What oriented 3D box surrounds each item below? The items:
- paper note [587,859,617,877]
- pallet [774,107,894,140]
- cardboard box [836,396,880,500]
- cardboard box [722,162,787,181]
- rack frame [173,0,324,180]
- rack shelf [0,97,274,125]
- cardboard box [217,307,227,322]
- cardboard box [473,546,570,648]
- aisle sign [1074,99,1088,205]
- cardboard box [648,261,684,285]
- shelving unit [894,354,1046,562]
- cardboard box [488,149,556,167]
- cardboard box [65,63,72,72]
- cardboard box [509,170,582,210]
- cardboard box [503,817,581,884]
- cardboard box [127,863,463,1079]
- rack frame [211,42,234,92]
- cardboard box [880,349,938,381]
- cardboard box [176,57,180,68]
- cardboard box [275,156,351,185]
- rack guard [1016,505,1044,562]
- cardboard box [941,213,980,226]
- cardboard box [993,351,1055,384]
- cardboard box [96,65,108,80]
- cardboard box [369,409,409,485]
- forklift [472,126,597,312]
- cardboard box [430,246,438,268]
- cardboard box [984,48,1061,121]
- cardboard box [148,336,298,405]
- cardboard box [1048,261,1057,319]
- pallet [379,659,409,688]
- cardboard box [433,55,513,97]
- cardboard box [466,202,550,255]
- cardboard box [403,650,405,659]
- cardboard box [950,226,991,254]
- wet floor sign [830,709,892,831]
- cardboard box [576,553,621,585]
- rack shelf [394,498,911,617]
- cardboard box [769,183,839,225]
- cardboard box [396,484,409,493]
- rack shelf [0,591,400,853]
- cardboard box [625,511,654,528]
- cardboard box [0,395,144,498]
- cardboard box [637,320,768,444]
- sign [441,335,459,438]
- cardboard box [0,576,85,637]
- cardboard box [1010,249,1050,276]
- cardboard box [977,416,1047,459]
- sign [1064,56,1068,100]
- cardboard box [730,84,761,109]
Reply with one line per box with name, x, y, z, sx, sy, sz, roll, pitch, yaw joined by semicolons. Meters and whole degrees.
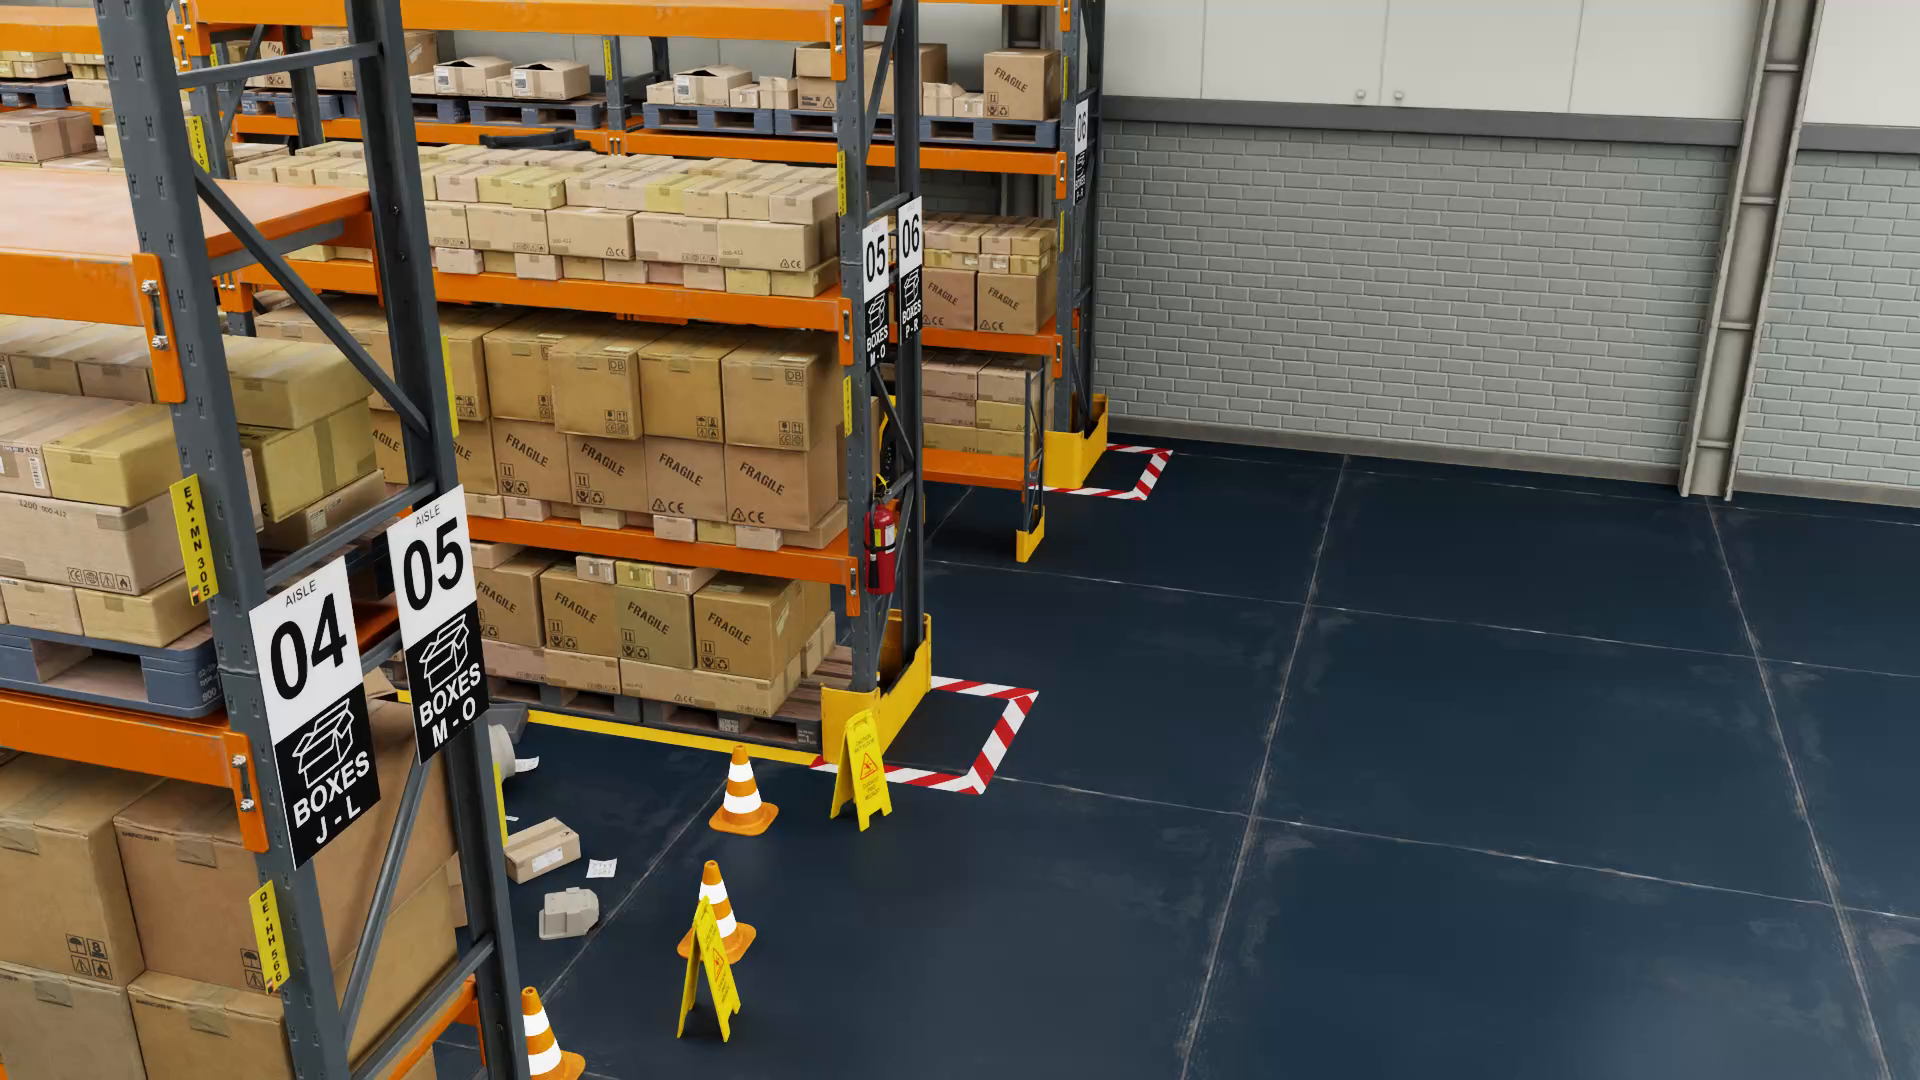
paper note;-1.911;1.749;8.872;0.142;0.019;0.148;-1;22;-3
pallet;-0.842;-3.615;14.200;1.213;0.211;1.003;7;23;16
cardboard box;-0.805;-0.581;10.116;0.500;0.500;0.500;6;23;15
cardboard box;-1.180;-2.070;9.596;0.250;0.149;0.380;7;23;15
rack frame;-4.261;-3.459;9.749;0.127;3.000;1.000;7;23;16
rack shelf;-8.575;-4.200;16.456;4.000;0.370;1.077;7;23;16
cardboard box;-5.107;-1.272;11.245;0.500;0.500;0.500;7;23;16
cardboard box;-2.762;0.322;10.518;0.500;0.500;0.500;8;24;18
aisle sign;0.977;-3.137;13.445;0.004;0.787;0.394;7;23;16
cardboard box;-1.569;-1.563;9.410;0.250;0.149;0.380;7;23;16
shelving unit;0.073;-0.686;12.870;1.083;1.500;0.587;7;23;16
cardboard box;-2.633;-2.250;10.037;0.250;0.149;0.380;7;23;16
cardboard box;-8.684;-4.718;16.418;0.250;0.149;0.380;7;23;16
cardboard box;-2.318;-1.971;9.355;0.250;0.149;0.380;7;23;17
cardboard box;-2.269;1.665;8.921;0.380;0.149;0.250;-20;29;-39
cardboard box;-2.133;1.471;5.438;0.550;0.550;0.875;7;23;16
rack frame;-6.660;-5.701;15.216;0.127;3.000;1.000;7;23;16
cardboard box;-0.509;-1.476;14.573;0.500;0.250;0.500;7;23;16
cardboard box;-7.075;-4.496;15.511;0.250;0.149;0.380;7;23;17
cardboard box;-3.796;-2.153;9.798;0.250;0.149;0.380;7;23;17
rack guard;0.550;-0.053;12.974;0.087;0.250;0.587;7;23;16
cardboard box;0.009;-2.744;14.534;0.250;0.149;0.380;7;23;16
cardboard box;0.593;-1.555;14.765;0.500;0.250;0.500;6;23;15
cardboard box;-8.031;-4.510;15.938;0.250;0.149;0.380;7;23;16
cardboard box;-3.433;-0.671;10.335;0.500;0.500;0.500;6;23;15
forklift;-3.789;-2.102;14.438;1.130;2.935;3.031;-16;27;-34
cardboard box;-3.049;-1.720;9.795;0.250;0.149;0.380;6;23;14
cardboard box;0.505;-3.683;13.432;0.500;0.500;0.500;7;23;17
cardboard box;-2.232;-0.496;5.075;0.250;0.149;0.380;7;23;16
cardboard box;0.605;-2.250;14.576;0.500;0.500;0.500;7;23;17
pallet;-3.608;0.668;11.269;1.213;0.211;1.003;7;23;16
cardboard box;-4.329;-4.149;14.817;0.500;0.311;0.500;6;23;14
cardboard box;-2.462;-1.824;9.523;0.500;0.250;0.500;7;23;16
cardboard box;-3.260;0.612;10.801;0.500;0.250;0.500;8;24;19
cardboard box;0.092;-2.530;14.011;0.250;0.149;0.380;7;23;17
wet floor sign;-0.558;1.254;9.267;0.232;0.644;0.267;16;27;34
cardboard box;-2.136;0.119;10.159;0.250;0.149;0.380;8;23;18
rack shelf;-2.346;-0.131;10.490;4.000;0.370;1.077;7;23;16
cardboard box;-0.840;-1.815;8.975;0.250;0.149;0.380;7;23;16
cardboard box;-3.305;-0.349;10.405;0.250;0.149;0.380;7;23;17
rack shelf;-3.679;0.291;5.509;4.000;0.370;1.077;7;23;16
cardboard box;-1.825;-0.211;10.069;0.250;0.149;0.380;7;23;16
cardboard box;-2.424;-0.258;4.493;0.250;0.149;0.380;7;23;16
cardboard box;-1.466;-0.926;9.639;0.500;0.500;0.700;7;23;16
sign;-1.598;-0.465;5.147;0.005;0.325;0.100;7;23;16
cardboard box;-2.422;0.112;4.644;0.250;0.149;0.380;7;23;16
cardboard box;0.586;-2.331;13.919;0.250;0.149;0.380;7;23;16
cardboard box;0.458;-0.907;14.504;0.500;0.250;0.500;7;23;16
sign;0.829;-3.614;13.017;0.005;0.325;0.100;7;23;16
cardboard box;-1.753;-3.755;14.071;0.250;0.149;0.380;7;23;17
